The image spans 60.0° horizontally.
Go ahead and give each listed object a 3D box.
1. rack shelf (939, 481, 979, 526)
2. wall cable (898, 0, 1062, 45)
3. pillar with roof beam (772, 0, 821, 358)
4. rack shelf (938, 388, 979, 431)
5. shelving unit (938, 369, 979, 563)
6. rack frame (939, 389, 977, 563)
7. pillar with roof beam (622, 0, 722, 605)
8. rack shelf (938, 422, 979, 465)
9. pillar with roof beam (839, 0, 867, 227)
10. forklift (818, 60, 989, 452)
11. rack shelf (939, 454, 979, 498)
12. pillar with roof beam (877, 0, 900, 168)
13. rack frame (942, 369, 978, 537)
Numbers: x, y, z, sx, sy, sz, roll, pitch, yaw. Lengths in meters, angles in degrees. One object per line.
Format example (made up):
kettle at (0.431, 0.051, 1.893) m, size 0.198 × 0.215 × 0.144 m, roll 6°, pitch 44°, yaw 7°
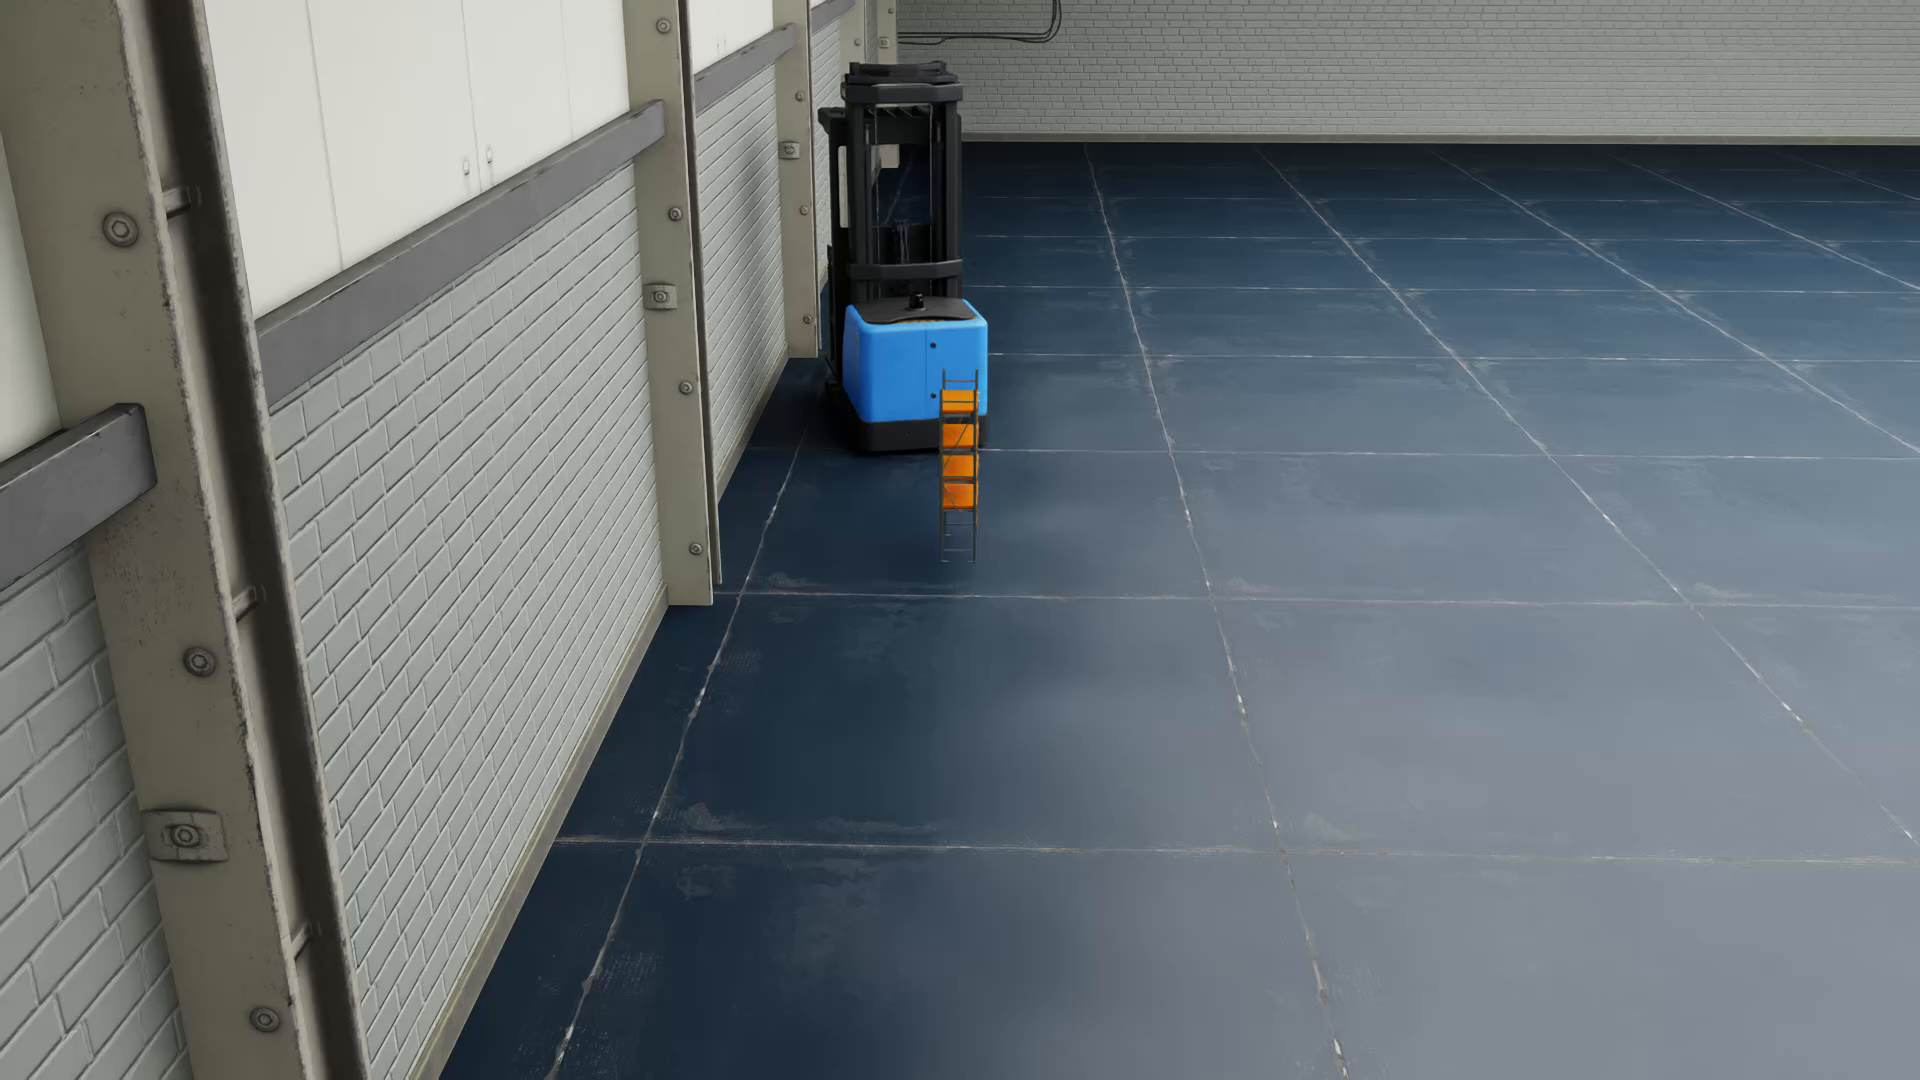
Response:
rack shelf at (-0.005, -0.252, 11.254) m, size 0.258 × 0.148 × 0.480 m, roll 1°, pitch 21°, yaw 2°
wall cable at (0.247, -9.968, 29.072) m, size 3.097 × 2.526 × 0.112 m, roll 1°, pitch 21°, yaw 2°
pillar with roof beam at (2.774, -5.979, 14.499) m, size 9.100 × 9.000 × 0.400 m, roll 1°, pitch 21°, yaw 2°
rack shelf at (-0.005, -0.866, 11.015) m, size 0.258 × 0.148 × 0.480 m, roll 1°, pitch 21°, yaw 2°
shelving unit at (-0.005, -0.500, 11.158) m, size 0.258 × 1.200 × 0.503 m, roll 1°, pitch 21°, yaw 2°
rack frame at (-0.012, -0.411, 10.930) m, size 0.240 × 1.200 × 0.015 m, roll 1°, pitch 21°, yaw 2°
pillar with roof beam at (2.591, -3.810, 8.907) m, size 9.100 × 9.000 × 0.400 m, roll 1°, pitch 21°, yaw 2°
rack shelf at (-0.005, -0.645, 11.101) m, size 0.258 × 0.148 × 0.480 m, roll 1°, pitch 21°, yaw 2°
pillar with roof beam at (2.956, -8.148, 20.090) m, size 9.100 × 9.000 × 0.400 m, roll 1°, pitch 21°, yaw 2°
forklift at (-0.579, -2.564, 14.085) m, size 1.130 × 2.935 × 3.031 m, roll -4°, pitch 22°, yaw -11°
rack shelf at (-0.005, -0.437, 11.182) m, size 0.258 × 0.148 × 0.480 m, roll 1°, pitch 21°, yaw 2°
pillar with roof beam at (3.139, -10.318, 25.681) m, size 9.100 × 9.000 × 0.400 m, roll 1°, pitch 21°, yaw 2°
rack frame at (0.002, -0.588, 11.385) m, size 0.240 × 1.200 × 0.015 m, roll 1°, pitch 21°, yaw 2°
